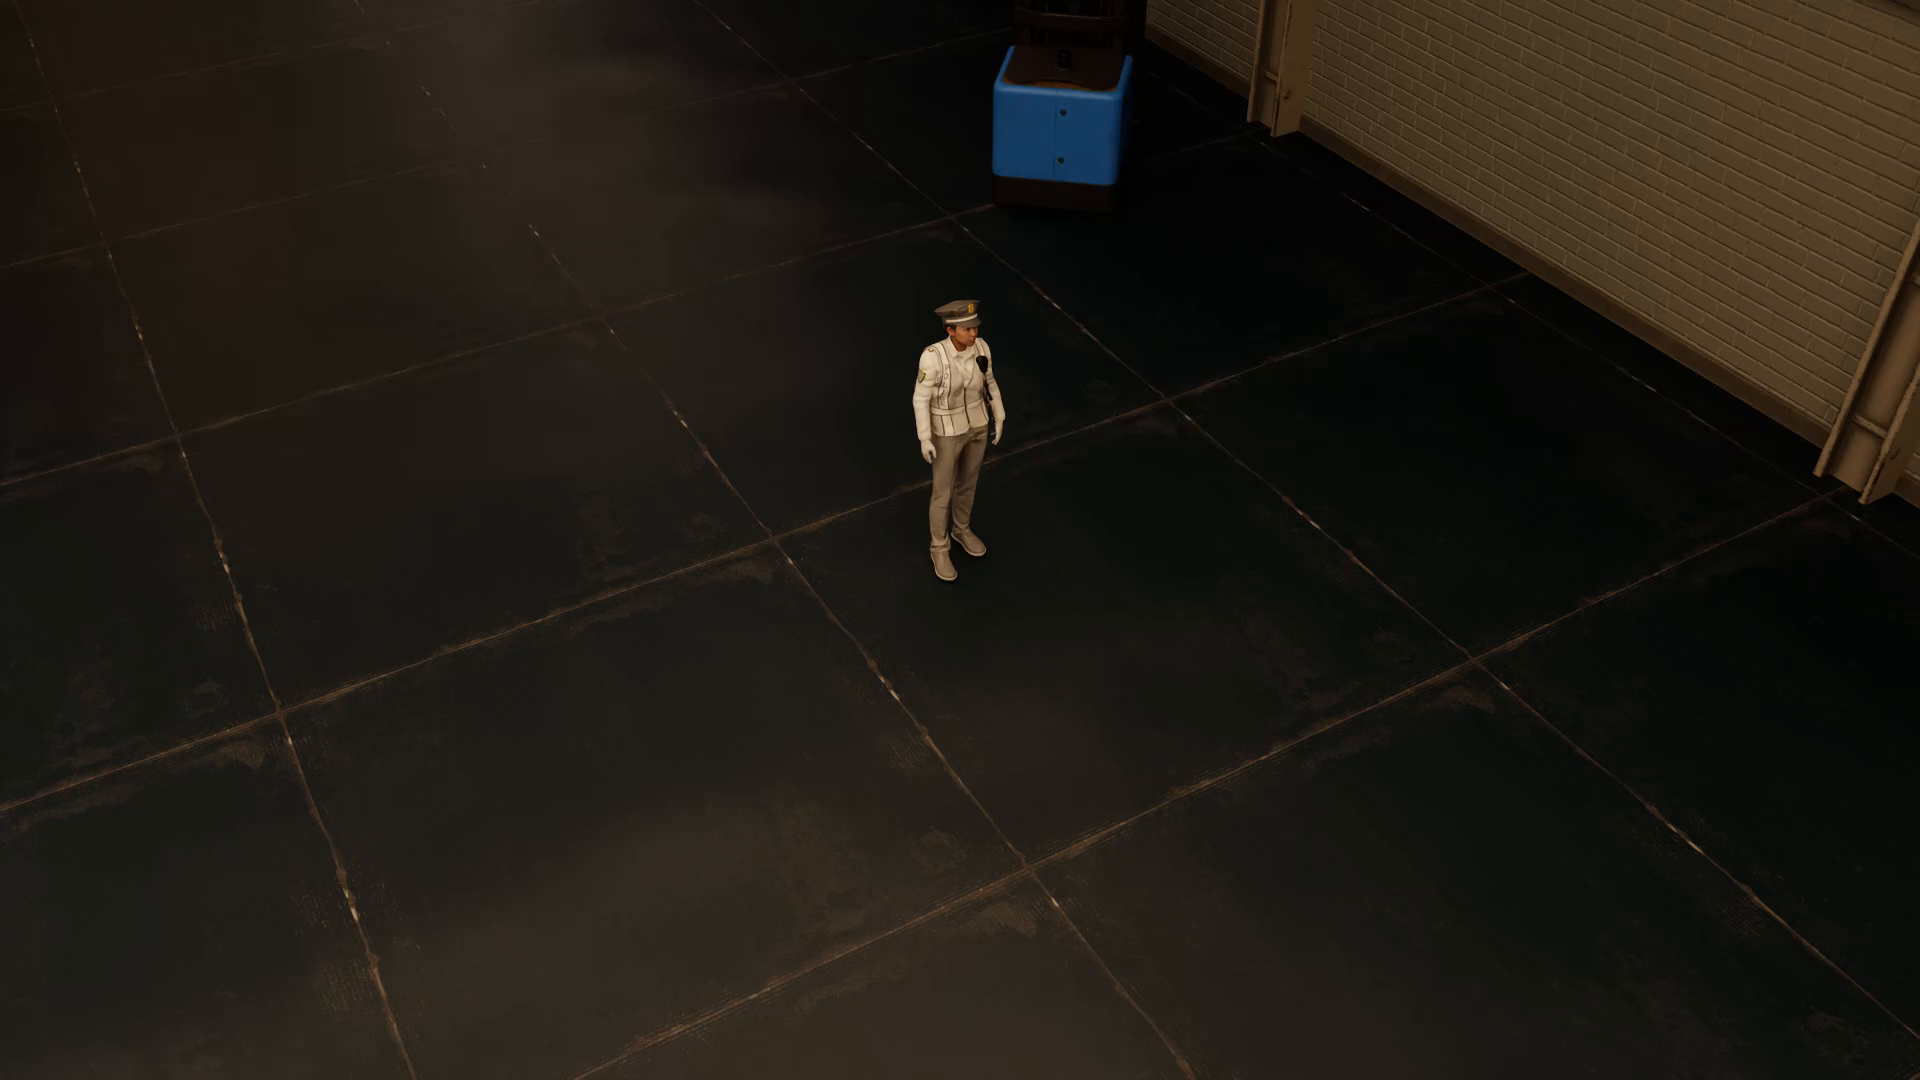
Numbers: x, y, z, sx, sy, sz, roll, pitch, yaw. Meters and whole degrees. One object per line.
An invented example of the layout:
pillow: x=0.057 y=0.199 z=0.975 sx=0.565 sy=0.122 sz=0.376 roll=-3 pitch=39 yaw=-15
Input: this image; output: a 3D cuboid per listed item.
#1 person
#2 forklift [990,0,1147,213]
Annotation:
person: x=0.029 y=-0.618 z=9.738 sx=0.588 sy=1.695 sz=0.531 roll=-20 pitch=44 yaw=-23
forklift: x=1.029 y=-4.705 z=13.709 sx=1.130 sy=2.935 sz=3.031 roll=7 pitch=40 yaw=8
